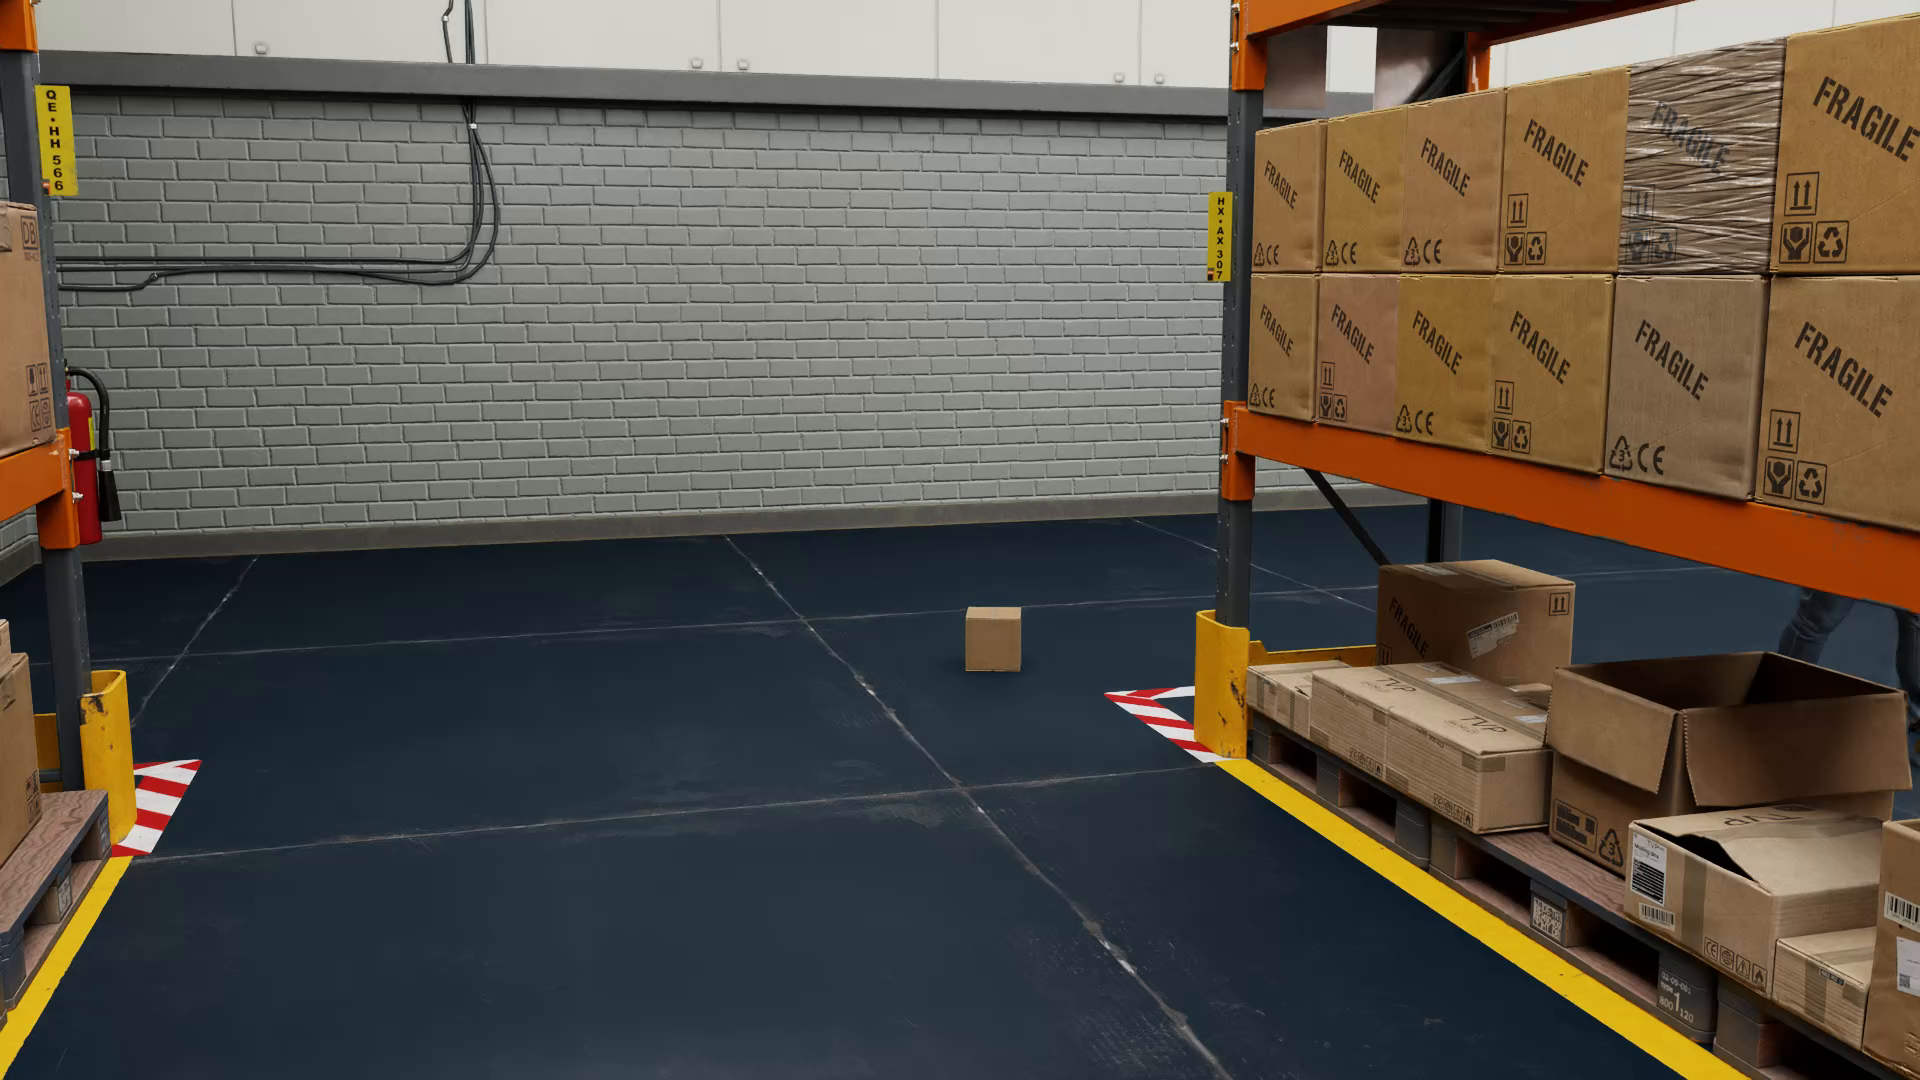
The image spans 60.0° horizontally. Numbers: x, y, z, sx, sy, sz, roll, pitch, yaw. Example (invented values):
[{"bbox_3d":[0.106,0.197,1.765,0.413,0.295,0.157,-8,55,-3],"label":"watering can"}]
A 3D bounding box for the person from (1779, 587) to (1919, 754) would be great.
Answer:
[{"bbox_3d":[3.380,-0.061,6.149,0.588,1.749,0.886,-2,10,-15],"label":"person"}]
